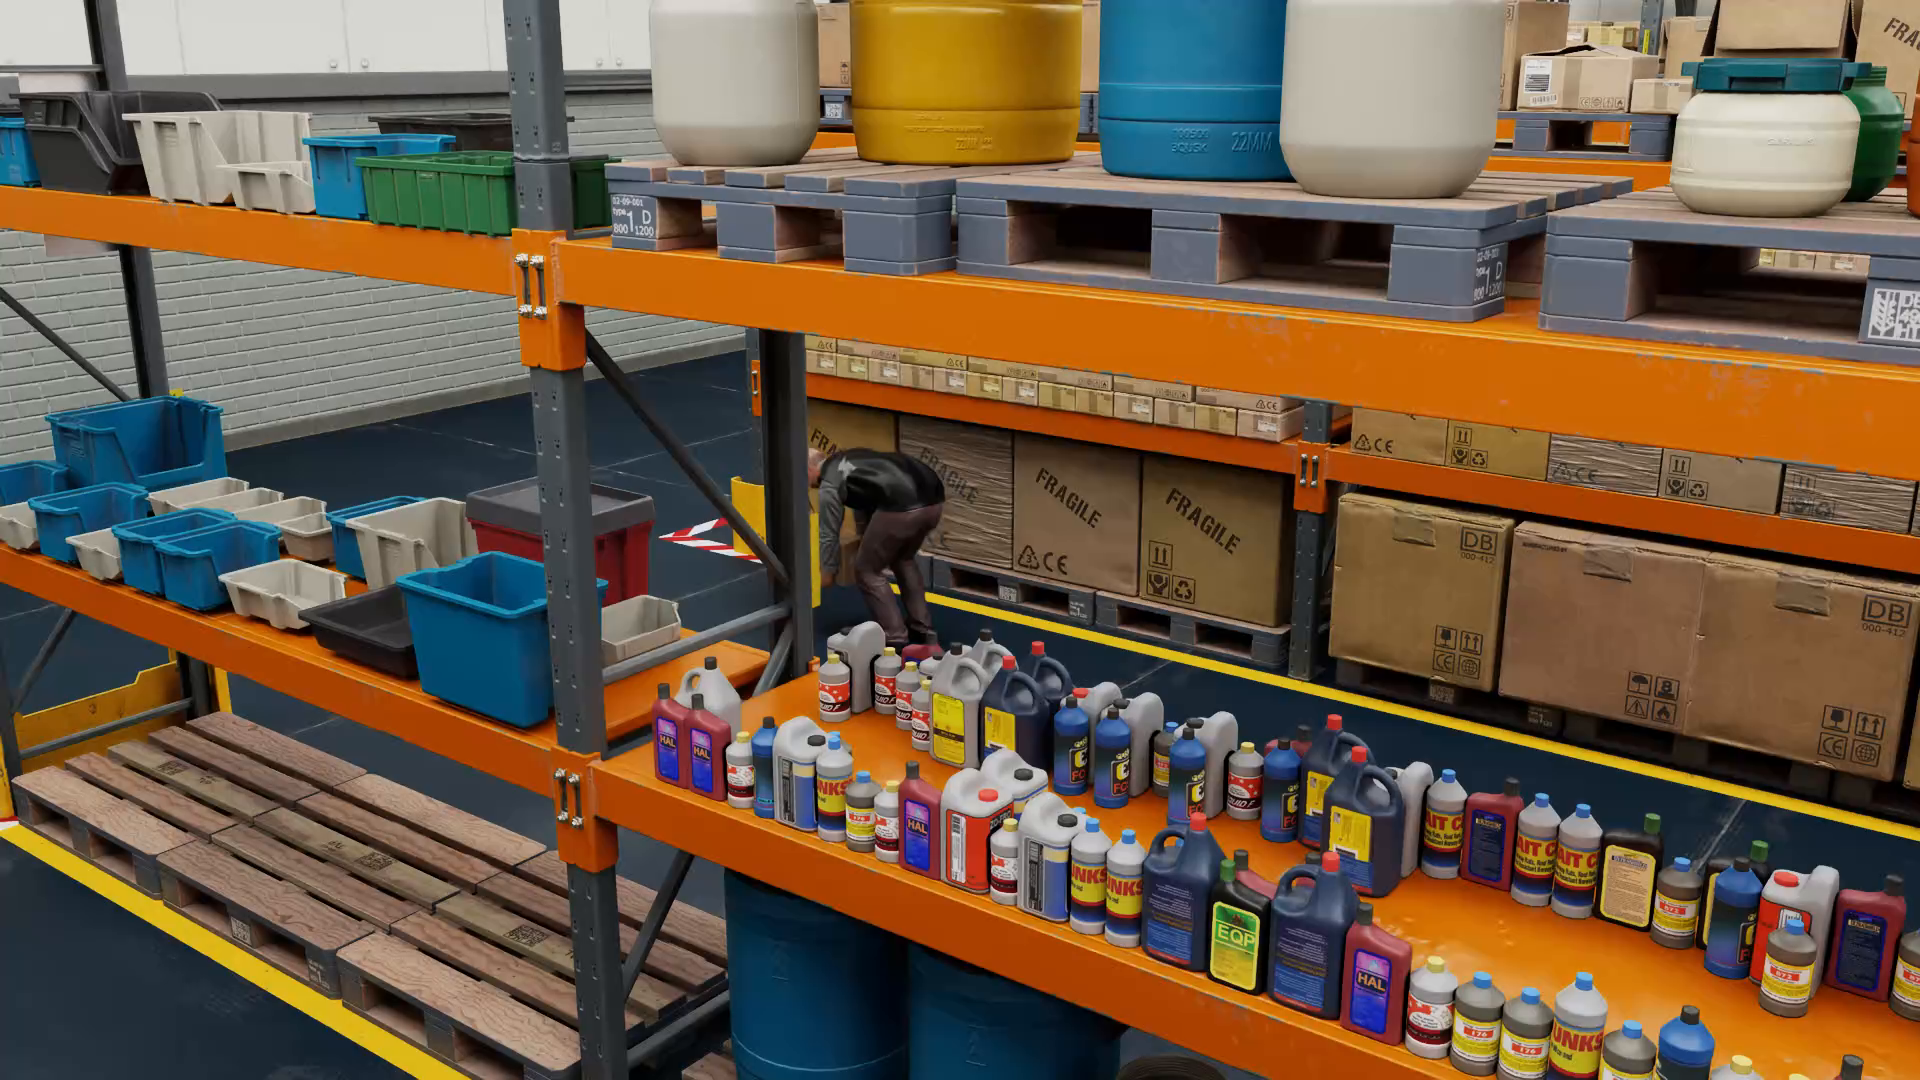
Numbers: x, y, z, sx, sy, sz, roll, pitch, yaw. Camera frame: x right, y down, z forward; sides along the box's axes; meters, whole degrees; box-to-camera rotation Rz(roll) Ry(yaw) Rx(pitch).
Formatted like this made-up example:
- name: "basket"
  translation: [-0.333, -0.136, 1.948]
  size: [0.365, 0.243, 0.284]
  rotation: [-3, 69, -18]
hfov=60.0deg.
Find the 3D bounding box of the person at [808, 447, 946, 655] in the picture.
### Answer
- name: "person"
  translation: [-0.540, 0.025, 9.558]
  size: [0.959, 1.123, 0.468]
  rotation: [11, 20, 33]
